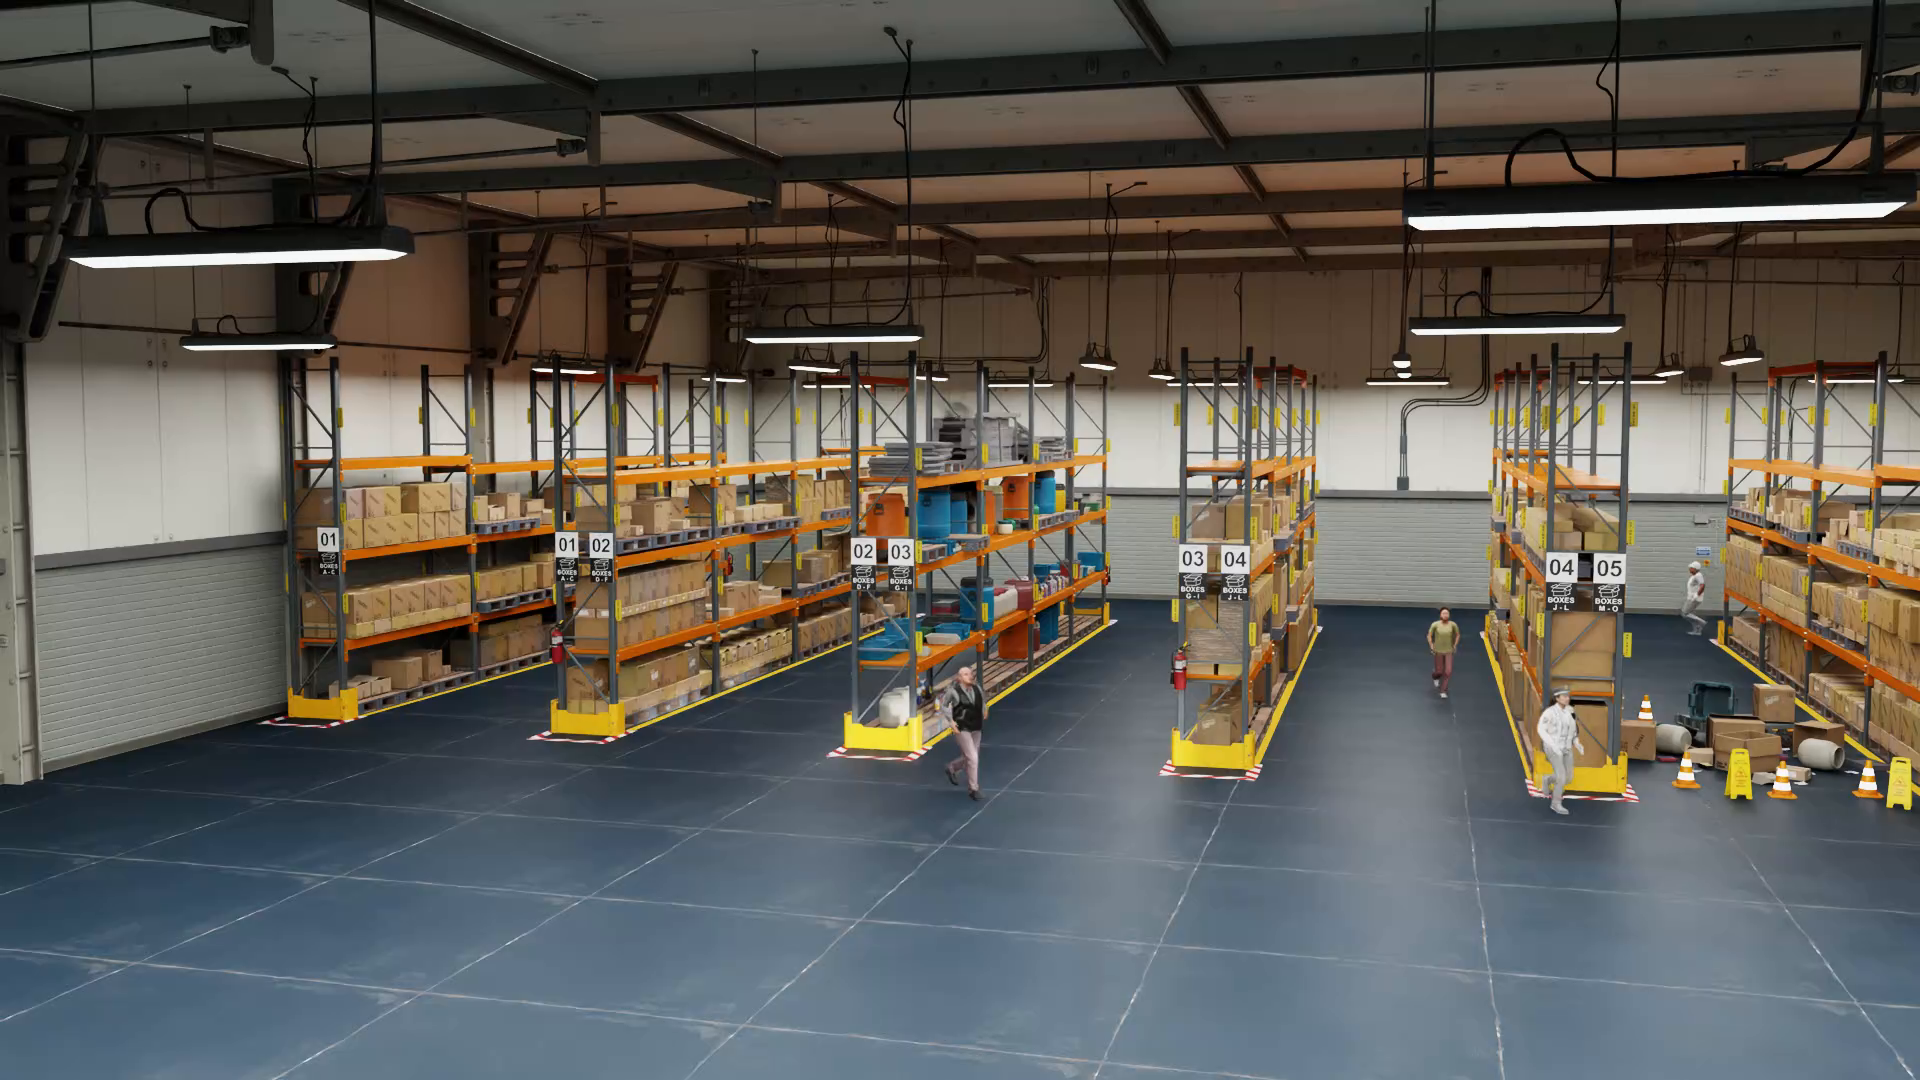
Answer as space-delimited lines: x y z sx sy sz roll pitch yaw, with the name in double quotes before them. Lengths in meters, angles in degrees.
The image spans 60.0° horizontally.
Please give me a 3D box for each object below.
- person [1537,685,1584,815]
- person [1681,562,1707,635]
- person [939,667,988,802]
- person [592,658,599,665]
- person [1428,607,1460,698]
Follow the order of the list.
"person" 7.585 2.640 21.178 0.599 1.647 0.544 -2 5 -24
"person" 16.850 1.345 38.147 0.550 1.714 0.784 2 5 25
"person" 0.080 2.537 22.017 0.653 1.729 0.850 -3 5 -37
"person" -6.521 1.947 30.504 0.620 1.632 0.803 1 4 10
"person" 8.704 2.004 29.942 0.569 1.618 0.622 1 4 8
